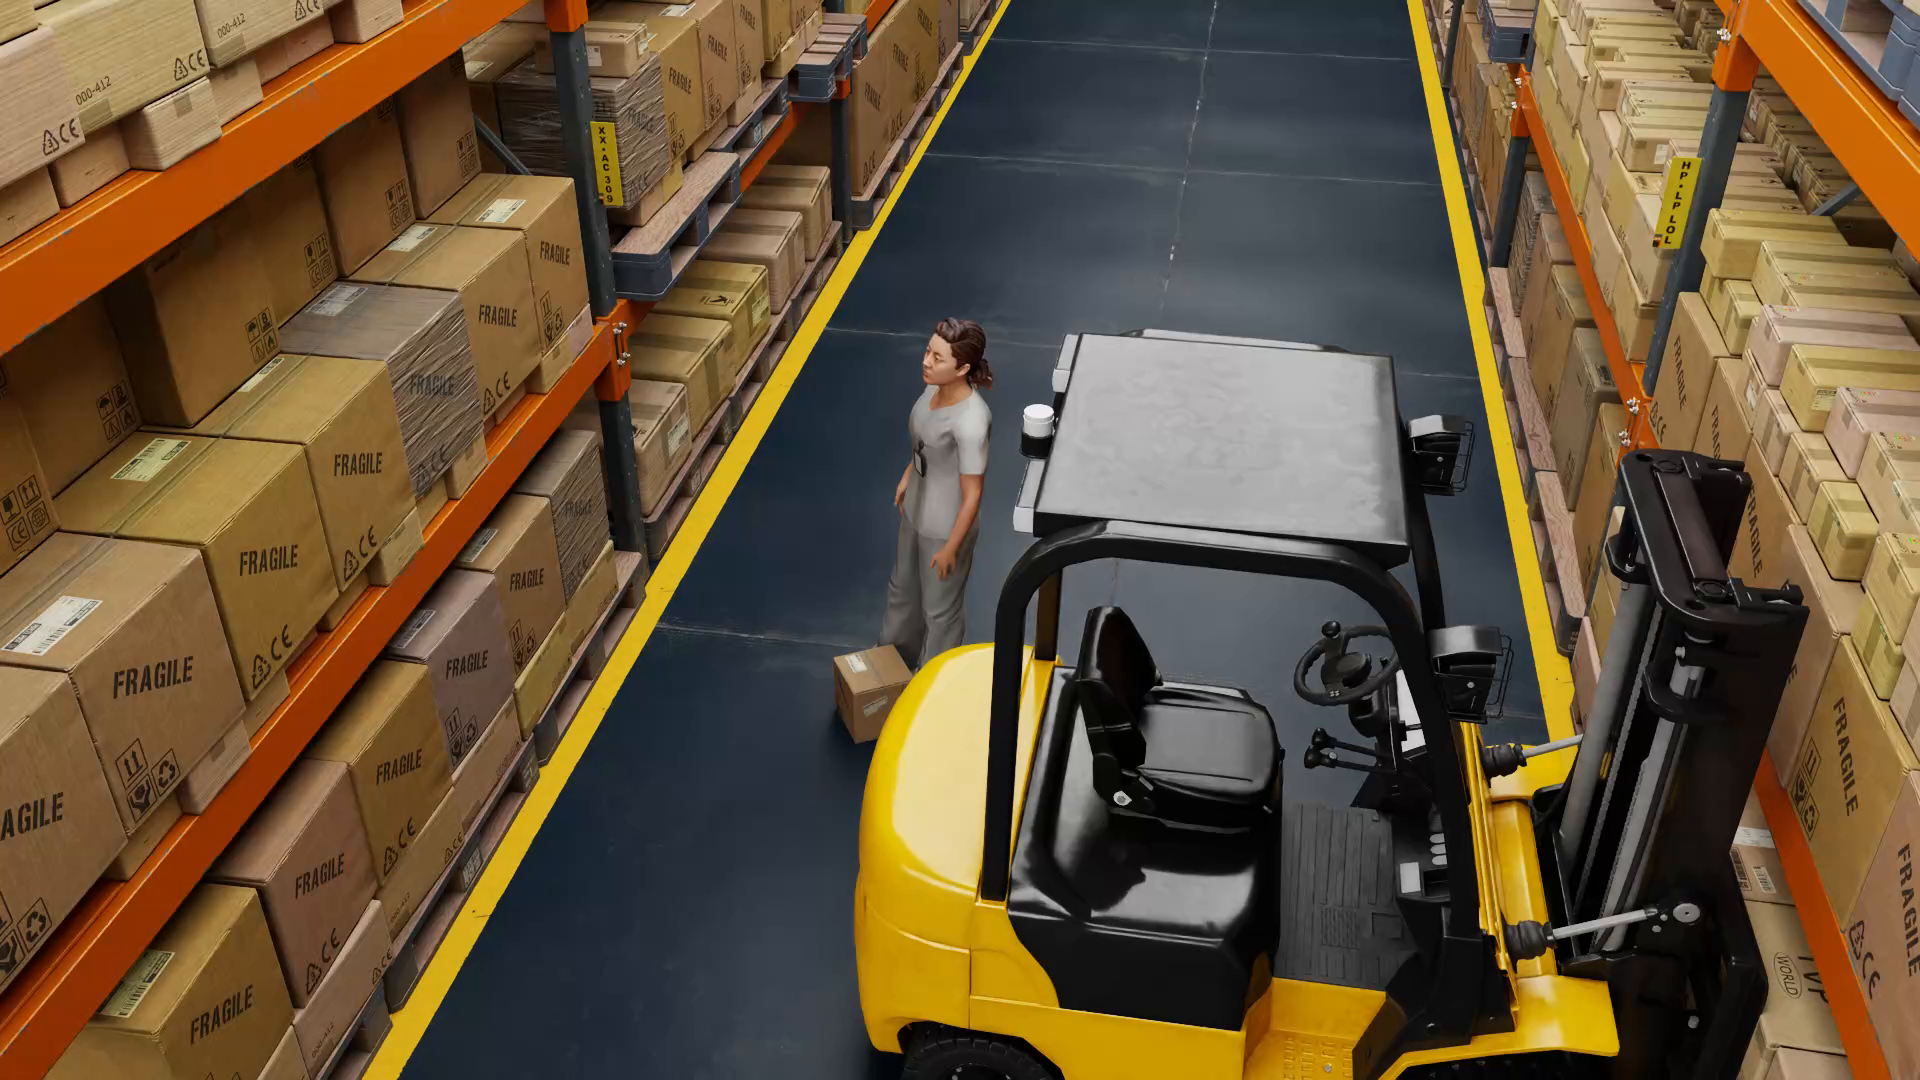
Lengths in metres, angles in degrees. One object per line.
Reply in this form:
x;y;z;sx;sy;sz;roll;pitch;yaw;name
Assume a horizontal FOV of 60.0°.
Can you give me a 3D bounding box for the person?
-0.144;-0.048;6.232;0.548;1.635;0.549;-11;34;-16;person
